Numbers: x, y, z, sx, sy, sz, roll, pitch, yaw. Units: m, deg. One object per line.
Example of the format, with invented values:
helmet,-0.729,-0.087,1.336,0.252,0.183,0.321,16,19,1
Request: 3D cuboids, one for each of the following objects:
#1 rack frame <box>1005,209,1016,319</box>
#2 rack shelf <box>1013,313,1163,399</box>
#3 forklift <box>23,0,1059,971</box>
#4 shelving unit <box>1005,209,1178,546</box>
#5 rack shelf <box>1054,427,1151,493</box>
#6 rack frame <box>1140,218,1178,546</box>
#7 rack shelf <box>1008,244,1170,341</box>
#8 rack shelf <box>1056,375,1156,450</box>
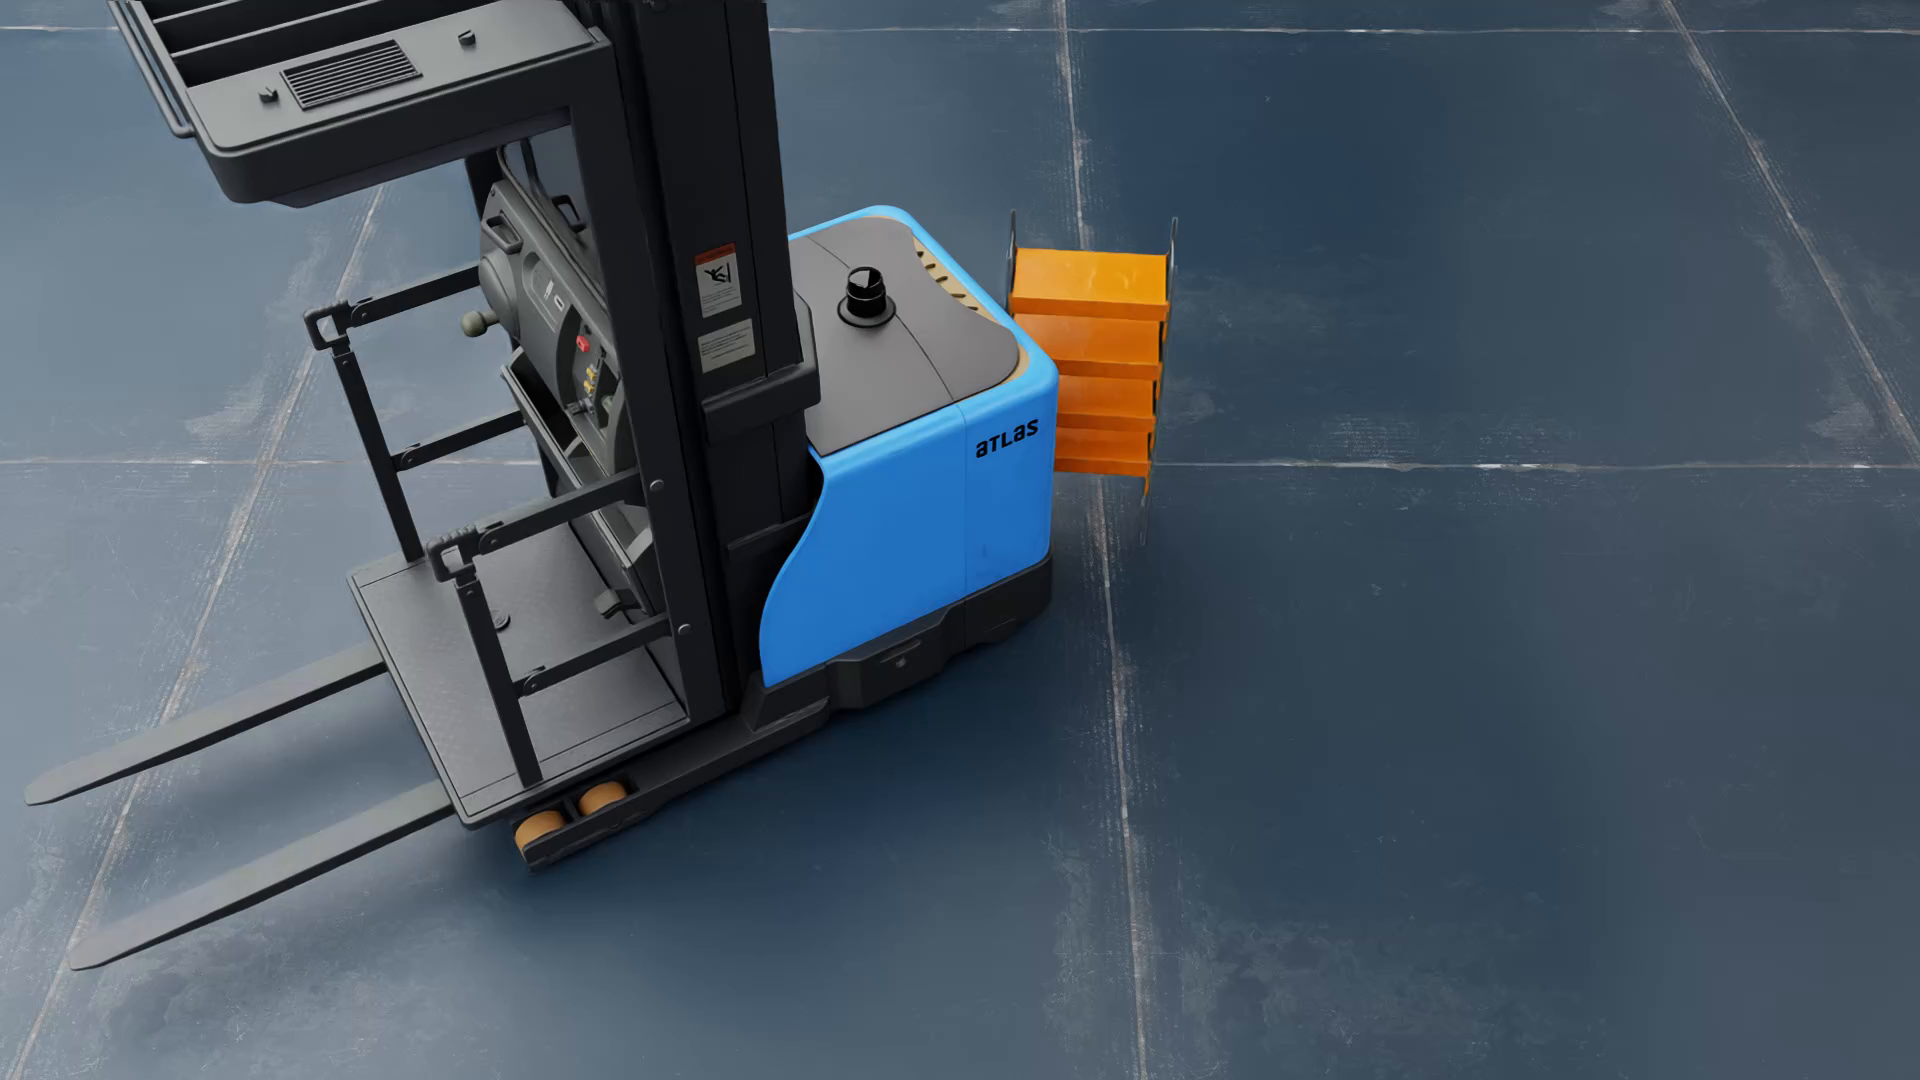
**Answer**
rack frame,0.153,-0.507,5.402,0.015,1.200,0.240,4,47,3
rack shelf,0.396,-0.598,5.273,0.480,0.148,0.258,4,47,3
forklift,-1.226,-0.495,4.208,3.031,2.935,1.130,-24,52,-21
shelving unit,0.396,-0.491,5.388,0.503,1.200,0.258,4,47,3
rack shelf,0.396,-0.310,5.582,0.480,0.148,0.258,4,47,3
rack frame,0.639,-0.476,5.373,0.015,1.200,0.240,4,47,3
rack shelf,0.396,-0.759,5.100,0.480,0.148,0.258,4,47,3
rack shelf,0.396,-0.445,5.437,0.480,0.148,0.258,4,47,3
